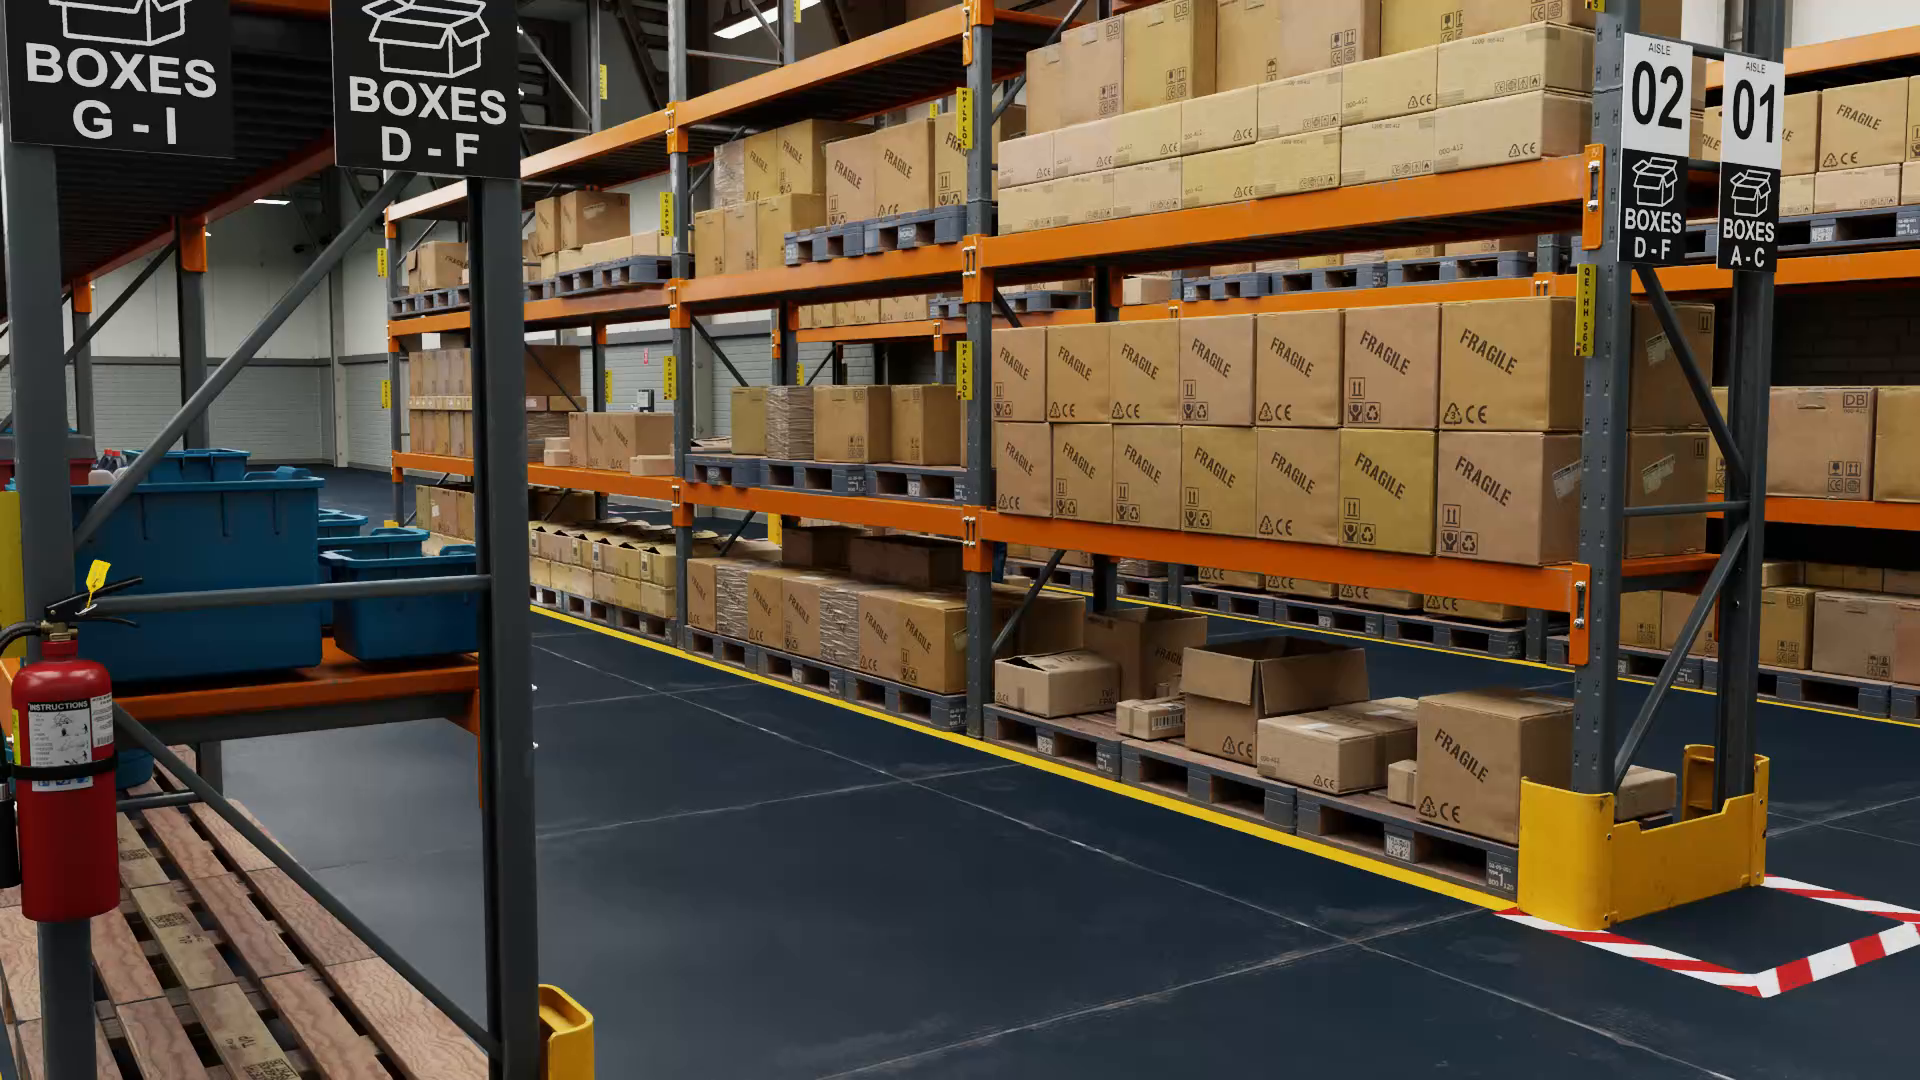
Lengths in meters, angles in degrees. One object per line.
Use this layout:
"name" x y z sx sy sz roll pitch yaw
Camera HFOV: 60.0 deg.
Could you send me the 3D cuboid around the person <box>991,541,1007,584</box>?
"person" 0.289 -0.184 15.462 0.343 1.593 0.485 -4 6 -37
